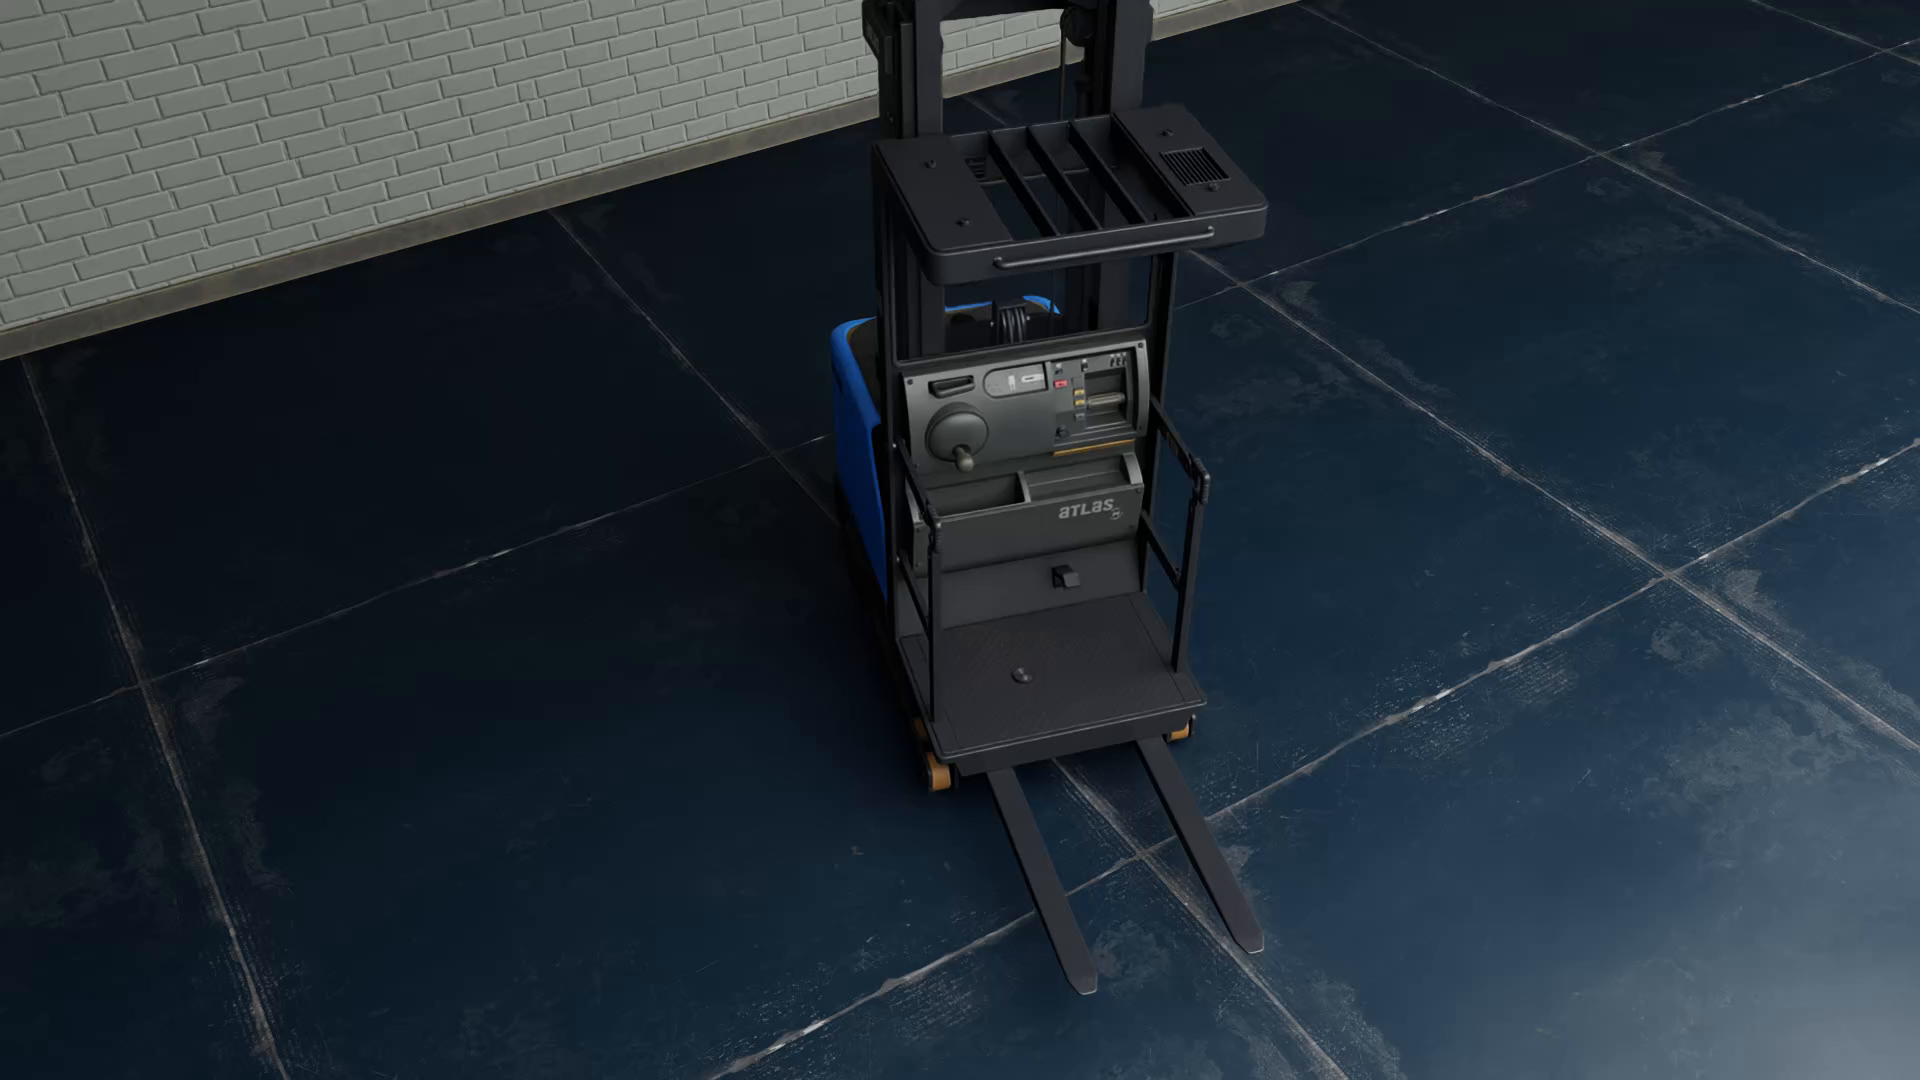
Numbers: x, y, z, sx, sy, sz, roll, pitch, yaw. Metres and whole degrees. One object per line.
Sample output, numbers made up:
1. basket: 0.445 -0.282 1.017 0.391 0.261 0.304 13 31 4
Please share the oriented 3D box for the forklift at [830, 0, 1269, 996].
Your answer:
1. forklift: 0.312 -0.419 5.964 1.130 2.935 3.031 -10 41 -12
